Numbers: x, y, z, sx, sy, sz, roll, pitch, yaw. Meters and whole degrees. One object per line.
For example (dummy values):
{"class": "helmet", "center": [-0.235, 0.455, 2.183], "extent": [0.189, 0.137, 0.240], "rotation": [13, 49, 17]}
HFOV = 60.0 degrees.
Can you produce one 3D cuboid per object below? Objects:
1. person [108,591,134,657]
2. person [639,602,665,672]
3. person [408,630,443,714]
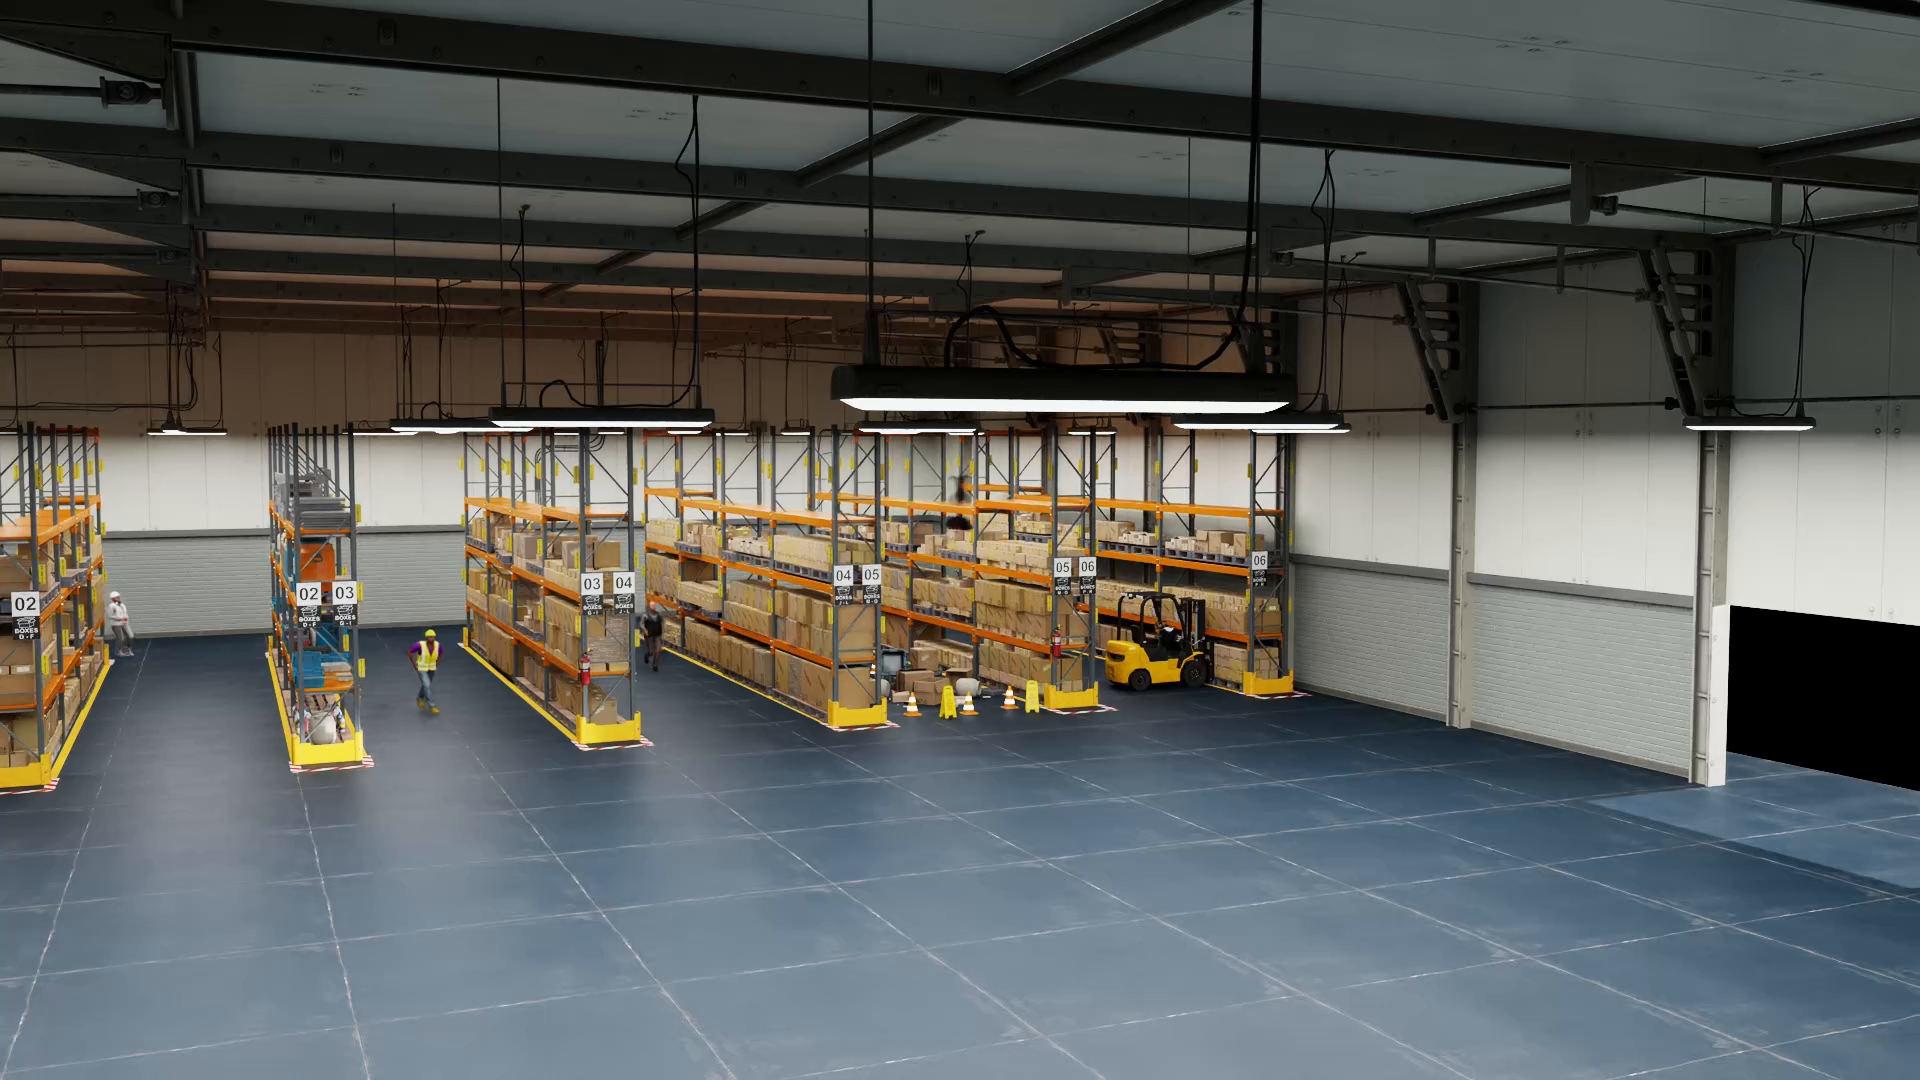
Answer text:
{"class": "person", "center": [-21.919, 2.210, 43.378], "extent": [0.643, 1.761, 0.671], "rotation": [1, 4, 22]}
{"class": "person", "center": [-7.602, 2.382, 41.138], "extent": [0.672, 1.704, 0.712], "rotation": [-2, 4, -28]}
{"class": "person", "center": [-11.098, 2.701, 34.622], "extent": [0.713, 1.707, 1.124], "rotation": [-3, 5, -41]}
